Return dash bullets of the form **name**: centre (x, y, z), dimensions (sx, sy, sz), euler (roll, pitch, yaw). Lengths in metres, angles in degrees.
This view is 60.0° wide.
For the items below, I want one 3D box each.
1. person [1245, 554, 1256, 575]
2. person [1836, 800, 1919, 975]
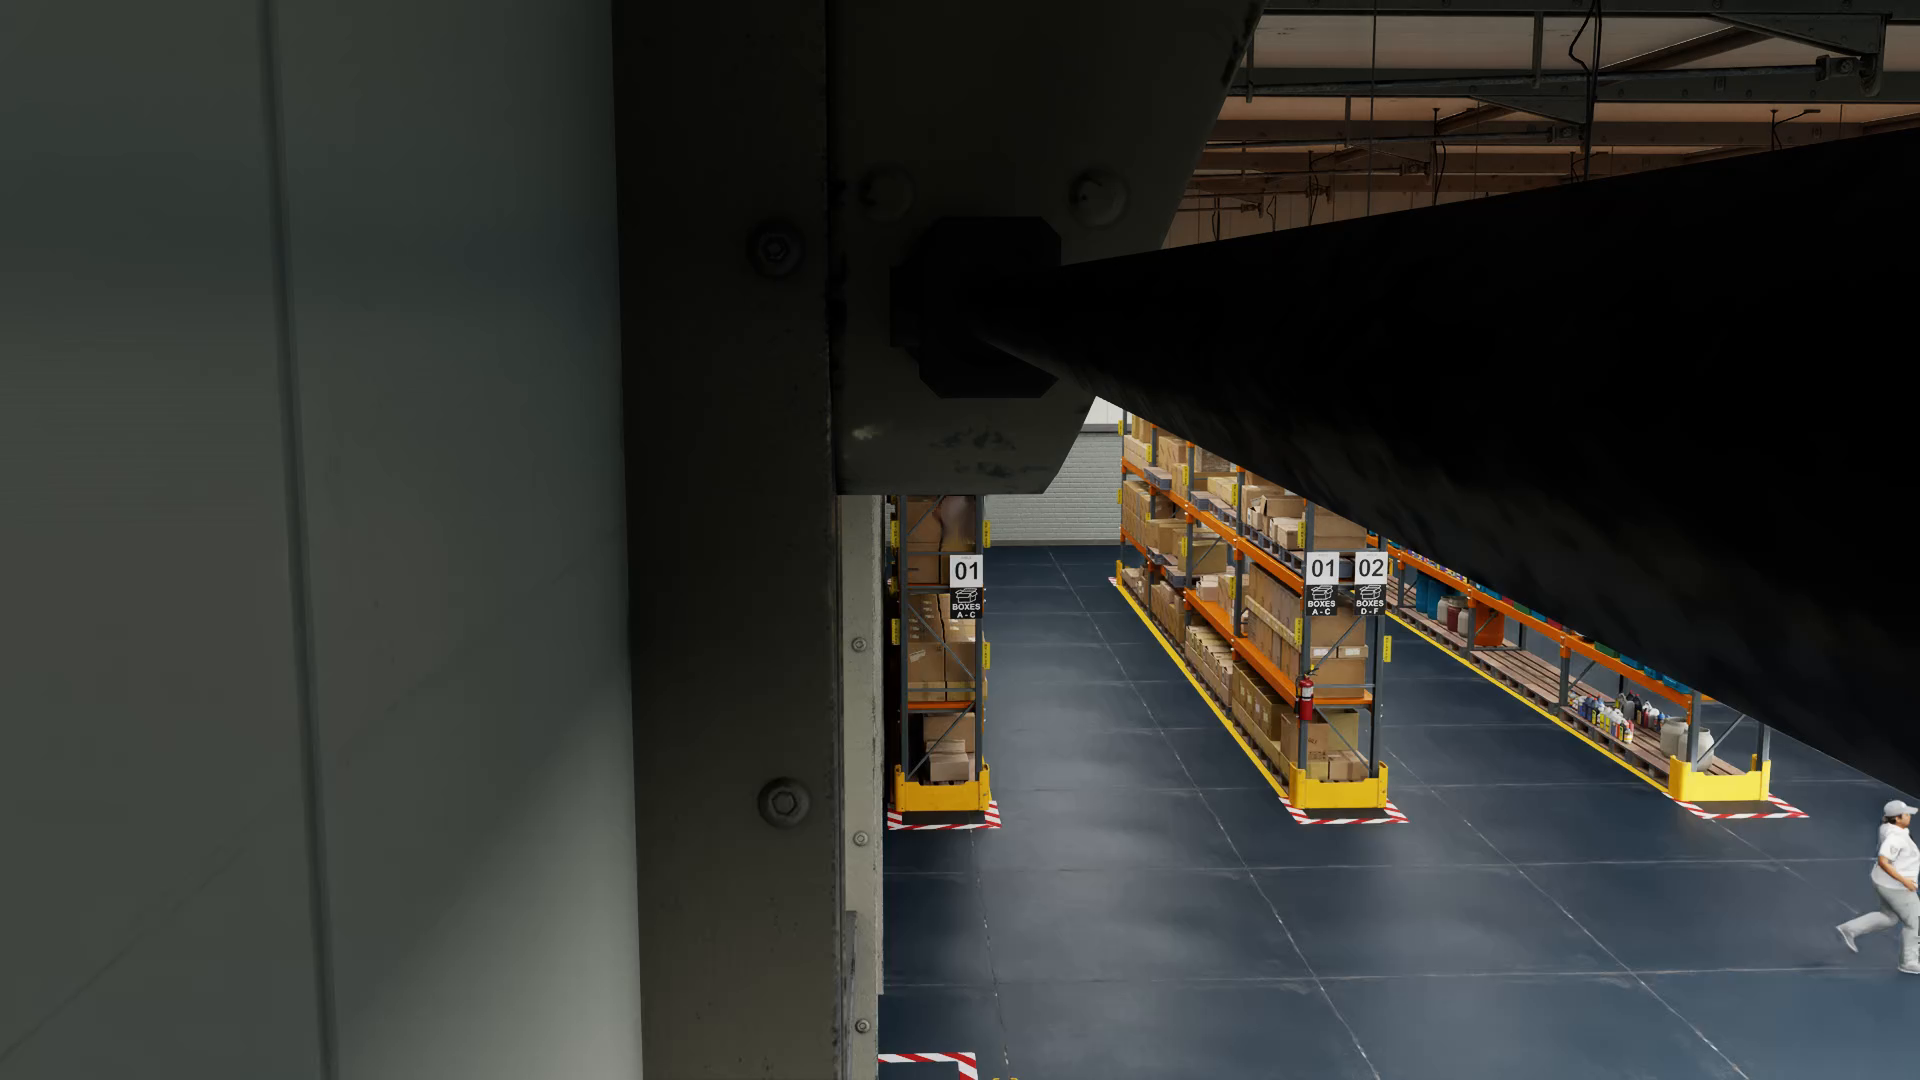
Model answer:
- **person**: centre (6.121, 0.318, 34.794), dimensions (0.678, 1.807, 0.876), euler (-2, 9, -16)
- **person**: centre (8.746, 3.239, 15.605), dimensions (0.804, 1.634, 0.620), euler (3, 9, 17)
